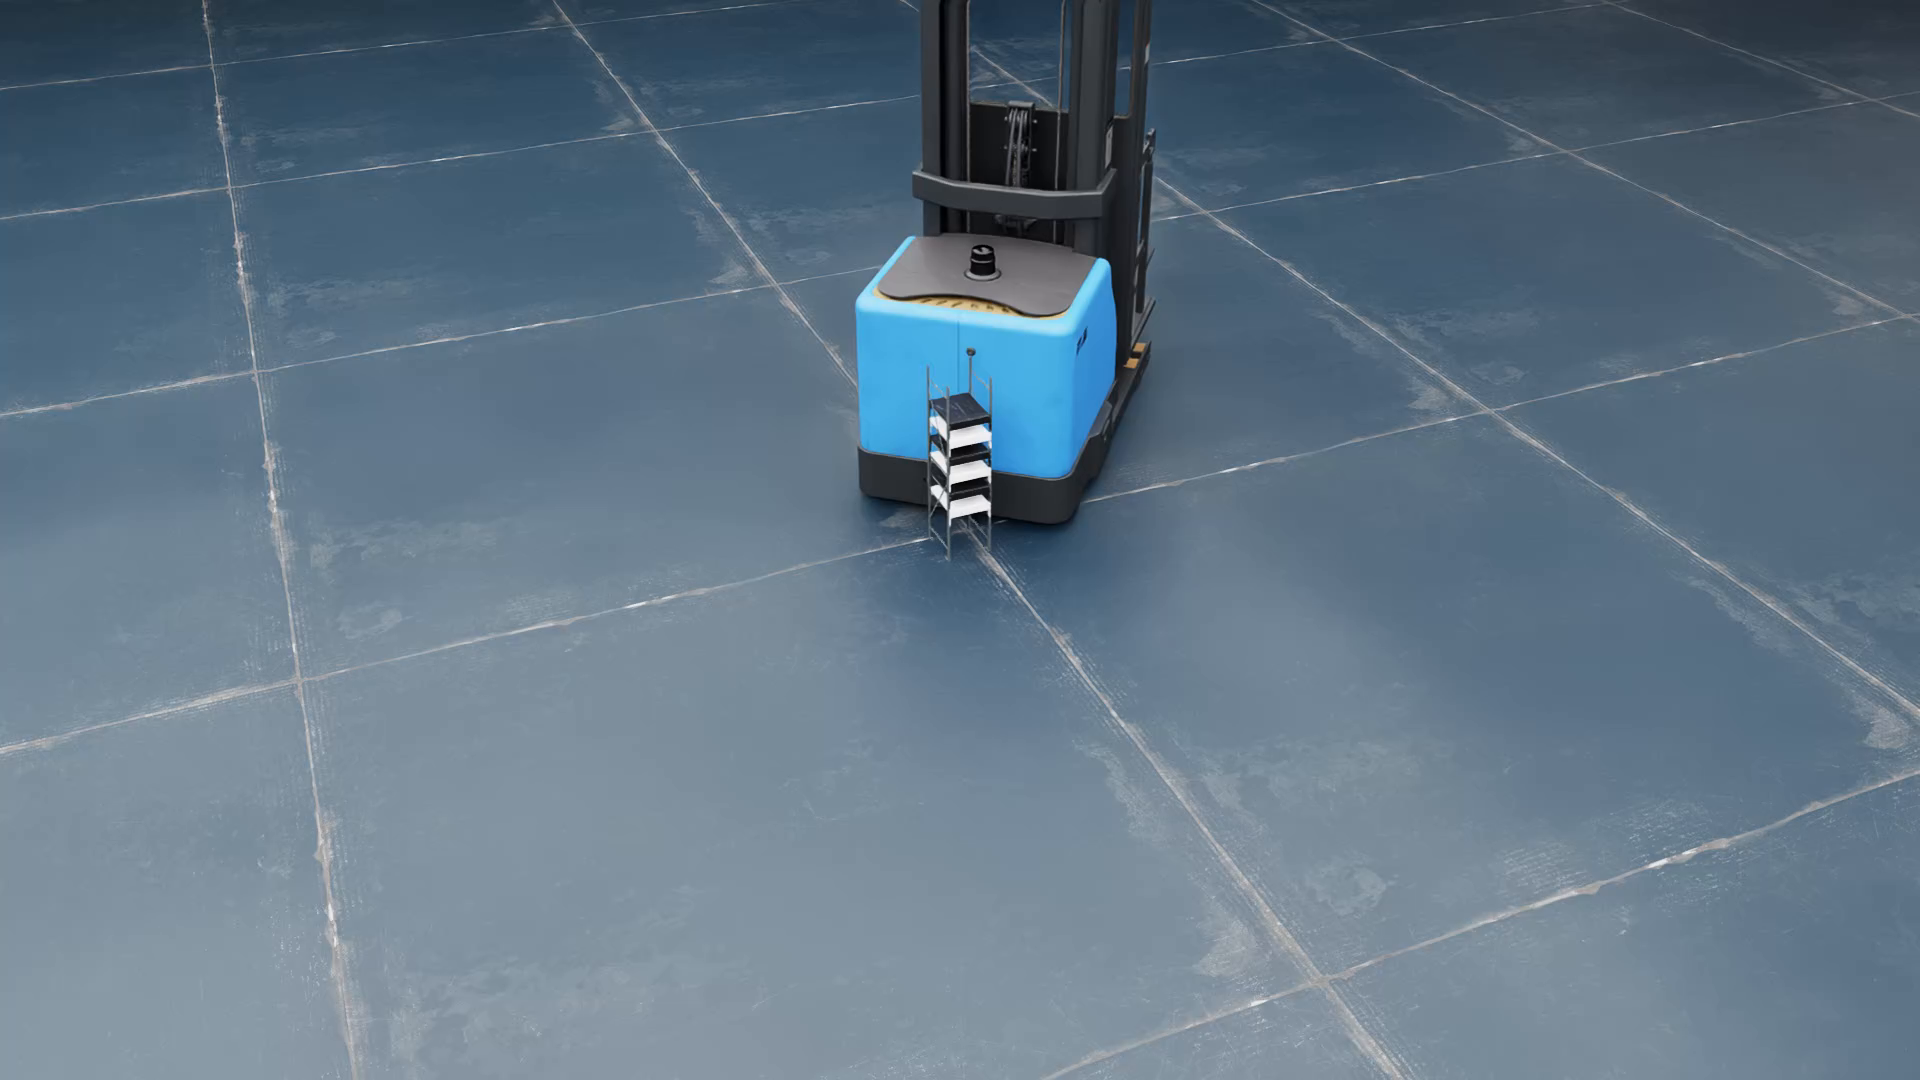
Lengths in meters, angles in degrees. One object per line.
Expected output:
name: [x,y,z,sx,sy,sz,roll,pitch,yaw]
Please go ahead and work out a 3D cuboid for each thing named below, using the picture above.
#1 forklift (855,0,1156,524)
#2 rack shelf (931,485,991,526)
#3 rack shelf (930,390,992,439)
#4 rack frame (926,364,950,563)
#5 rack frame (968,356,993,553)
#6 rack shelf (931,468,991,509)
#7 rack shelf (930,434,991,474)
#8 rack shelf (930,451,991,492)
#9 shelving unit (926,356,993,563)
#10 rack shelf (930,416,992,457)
forklift: [0.422,-2.102,8.293,1.130,2.935,3.031,9,34,14]
rack shelf: [-0.003,-0.177,7.588,0.200,0.077,0.258,-13,35,-20]
rack shelf: [-0.003,-0.554,7.343,0.200,0.077,0.258,-13,35,-20]
rack frame: [-0.096,-0.334,7.438,0.006,0.900,0.240,-13,35,-20]
rack frame: [0.090,-0.378,7.506,0.006,0.900,0.240,-13,35,-20]
rack shelf: [-0.003,-0.253,7.539,0.200,0.077,0.258,-13,35,-20]
rack shelf: [-0.003,-0.404,7.441,0.200,0.077,0.258,-13,35,-20]
rack shelf: [-0.003,-0.328,7.490,0.200,0.077,0.258,-13,35,-20]
shelving unit: [-0.003,-0.356,7.472,0.210,0.900,0.258,-13,35,-20]
rack shelf: [-0.003,-0.479,7.392,0.200,0.077,0.258,-13,35,-20]
